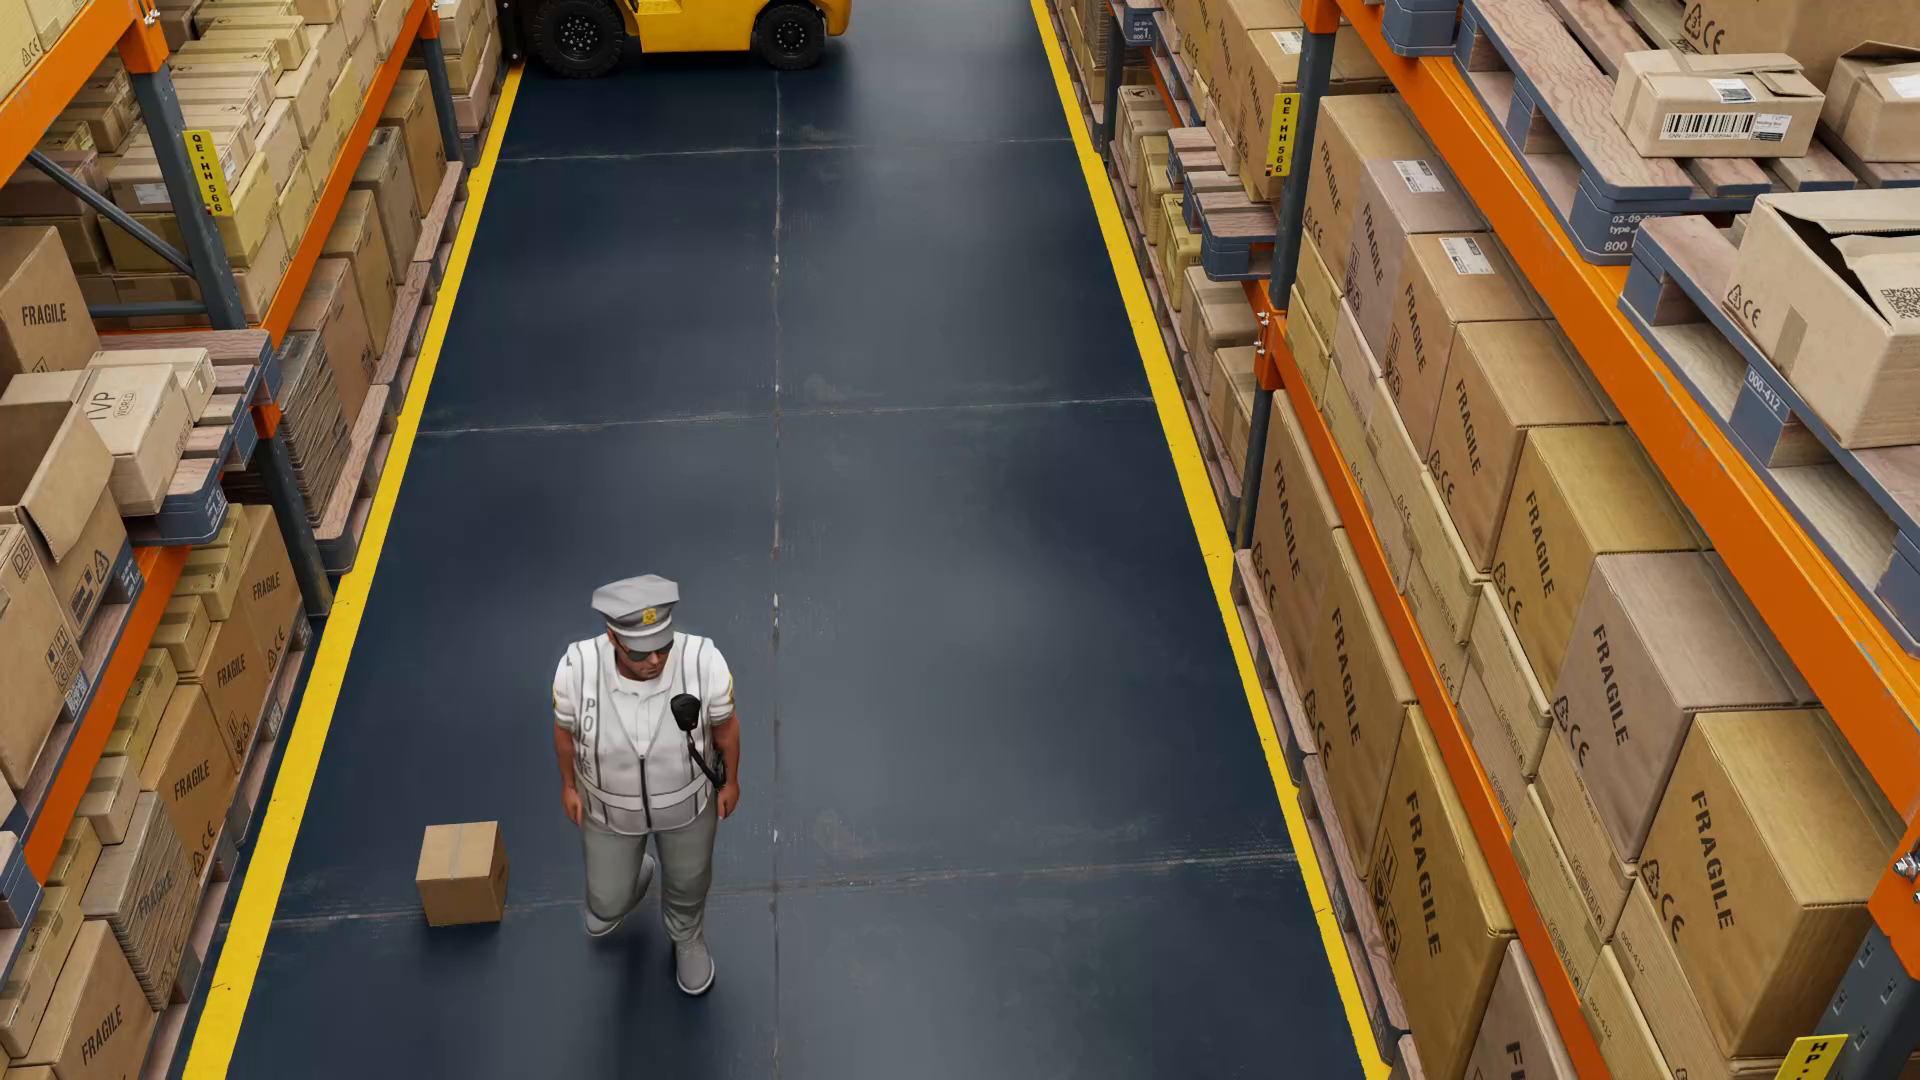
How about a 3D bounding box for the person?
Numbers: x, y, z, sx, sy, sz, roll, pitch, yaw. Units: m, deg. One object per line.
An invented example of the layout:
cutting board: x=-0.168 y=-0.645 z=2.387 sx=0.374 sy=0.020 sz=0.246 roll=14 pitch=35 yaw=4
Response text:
person: x=-0.968 y=0.760 z=5.186 sx=0.601 sy=1.752 sz=0.533 roll=-8 pitch=40 yaw=-10
